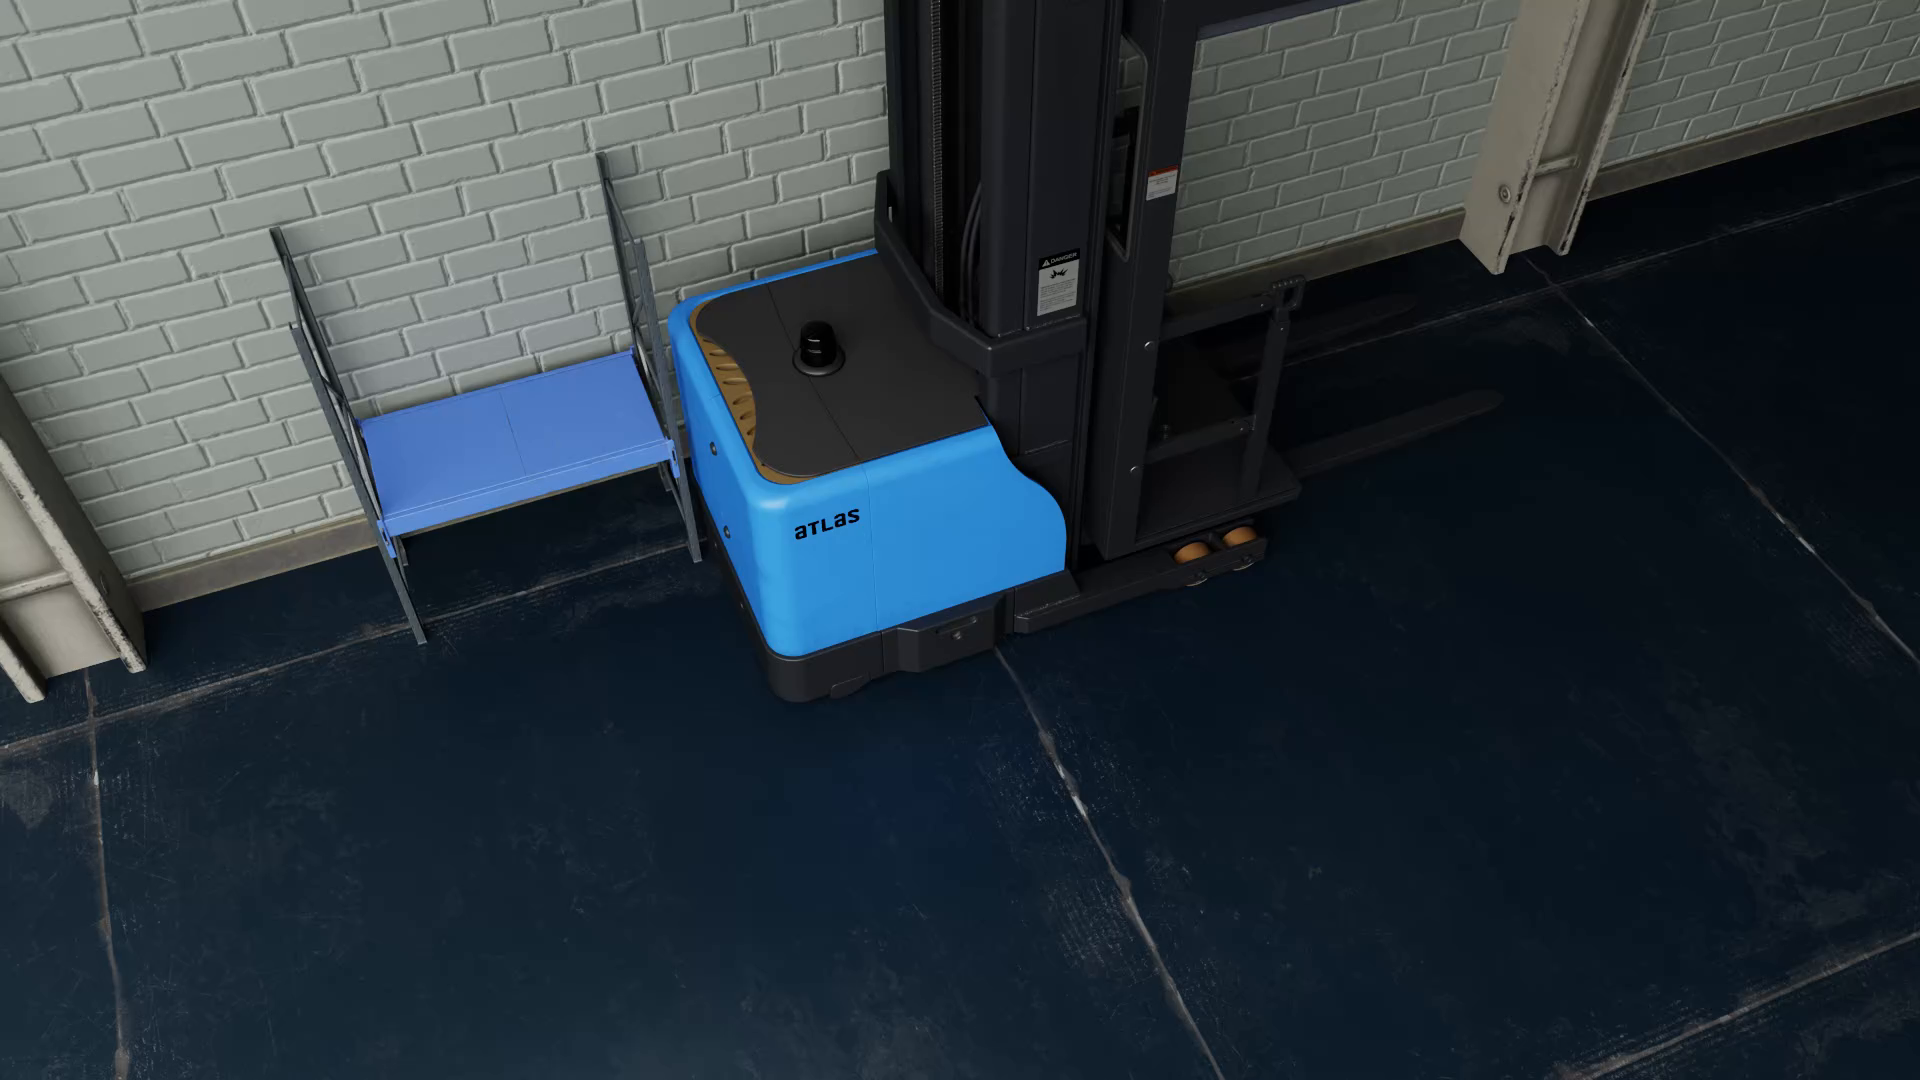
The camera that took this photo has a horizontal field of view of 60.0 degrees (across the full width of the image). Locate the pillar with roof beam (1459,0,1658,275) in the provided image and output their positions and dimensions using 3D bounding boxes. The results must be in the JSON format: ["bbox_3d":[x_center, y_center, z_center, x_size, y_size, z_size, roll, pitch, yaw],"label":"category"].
[{"bbox_3d":[4.077,-1.227,1.372,0.400,9.000,9.100,-17,52,-14],"label":"pillar with roof beam"}]

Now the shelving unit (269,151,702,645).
[{"bbox_3d":[-1.537,-0.438,5.637,1.048,1.500,0.538,-17,51,-14],"label":"shelving unit"}]

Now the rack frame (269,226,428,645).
[{"bbox_3d":[-2.008,-0.294,5.514,0.032,1.500,0.500,-17,51,-14],"label":"rack frame"}]

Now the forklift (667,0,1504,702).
[{"bbox_3d":[0.581,-1.140,5.297,3.031,2.935,1.130,-18,52,-15],"label":"forklift"}]

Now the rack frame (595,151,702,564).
[{"bbox_3d":[-1.065,-0.582,5.761,0.032,1.500,0.500,-17,51,-14],"label":"rack frame"}]

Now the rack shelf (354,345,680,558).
[{"bbox_3d":[-1.537,-0.320,5.774,1.000,0.185,0.538,-17,51,-14],"label":"rack shelf"}]
